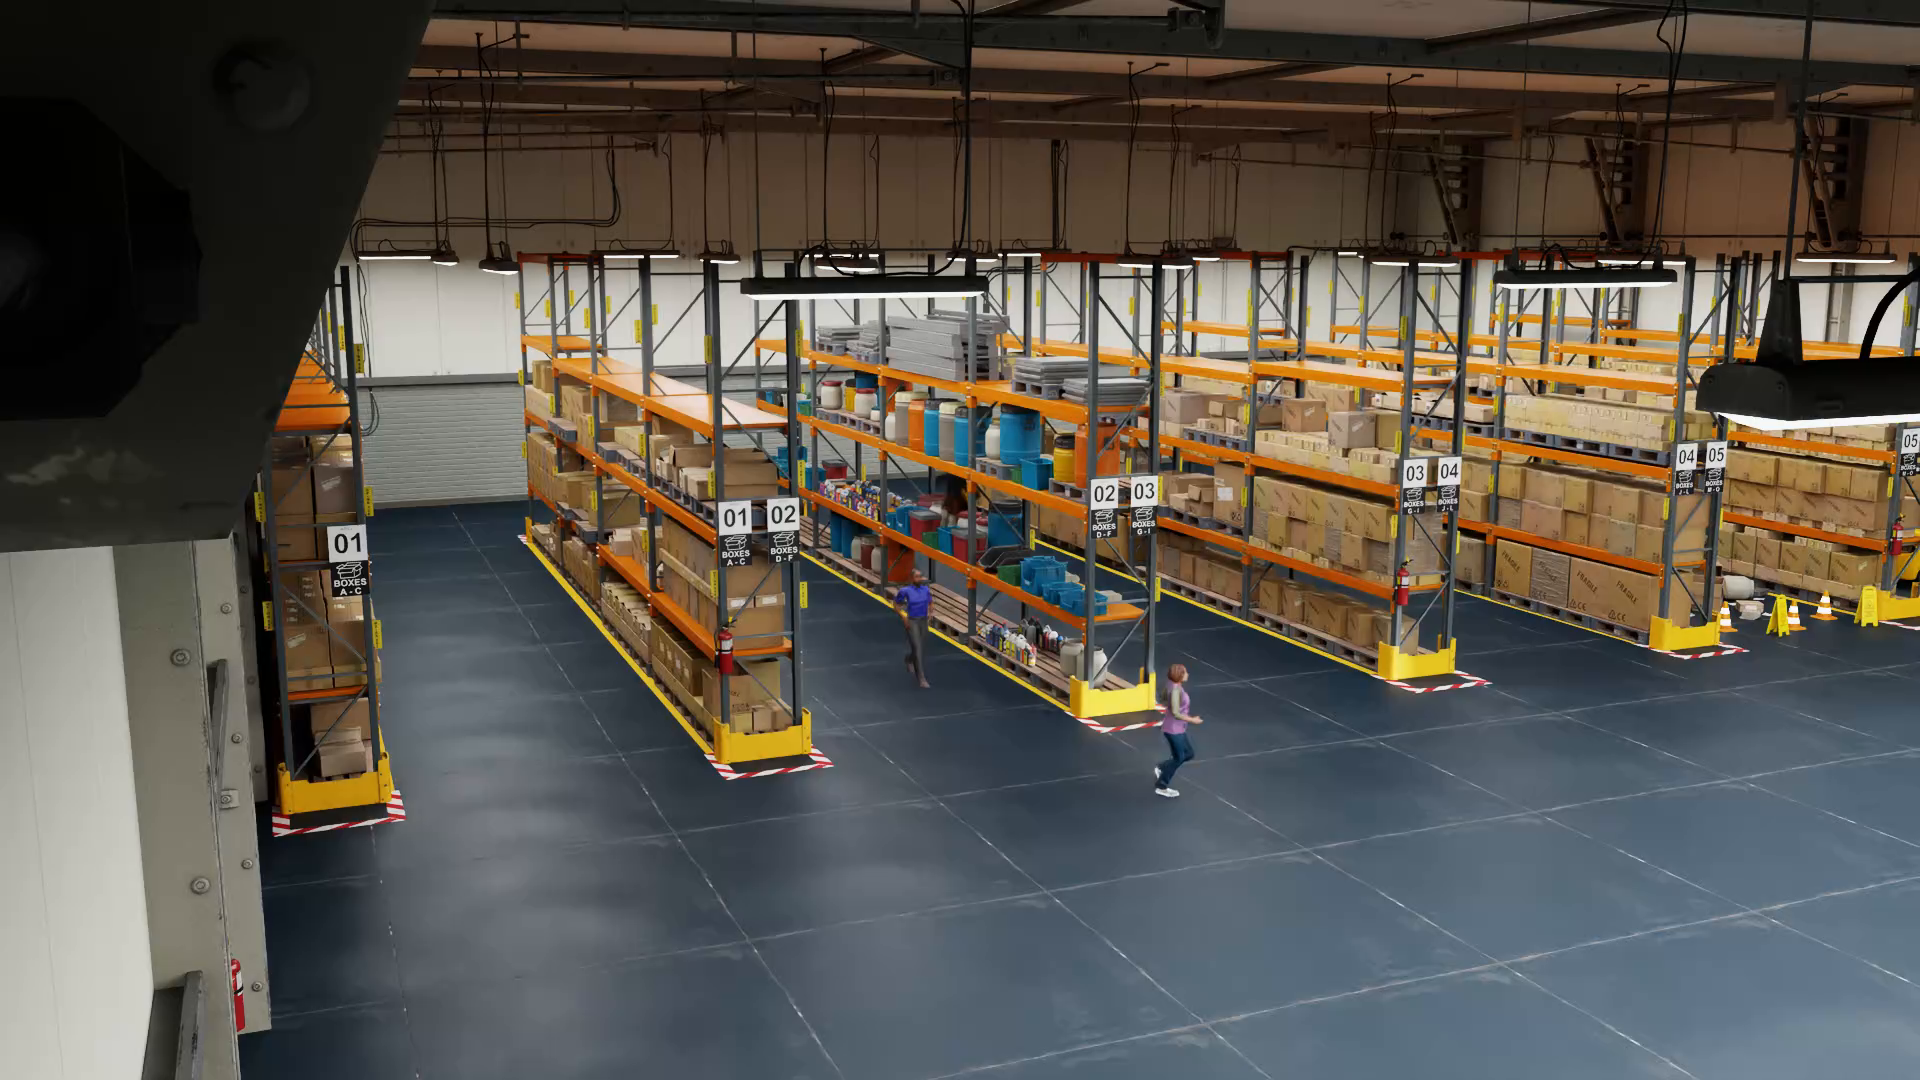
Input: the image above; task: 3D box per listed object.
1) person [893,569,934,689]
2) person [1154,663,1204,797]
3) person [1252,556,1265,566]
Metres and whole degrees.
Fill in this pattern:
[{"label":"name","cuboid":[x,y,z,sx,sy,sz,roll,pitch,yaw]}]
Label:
[{"label":"person","cuboid":[-0.633,1.223,23.770,0.596,1.661,0.818,-6,12,-30]},{"label":"person","cuboid":[2.491,2.153,18.909,0.545,1.559,0.566,1,10,7]},{"label":"person","cuboid":[5.666,-0.224,31.435,0.689,1.739,0.730,-5,11,-25]}]
